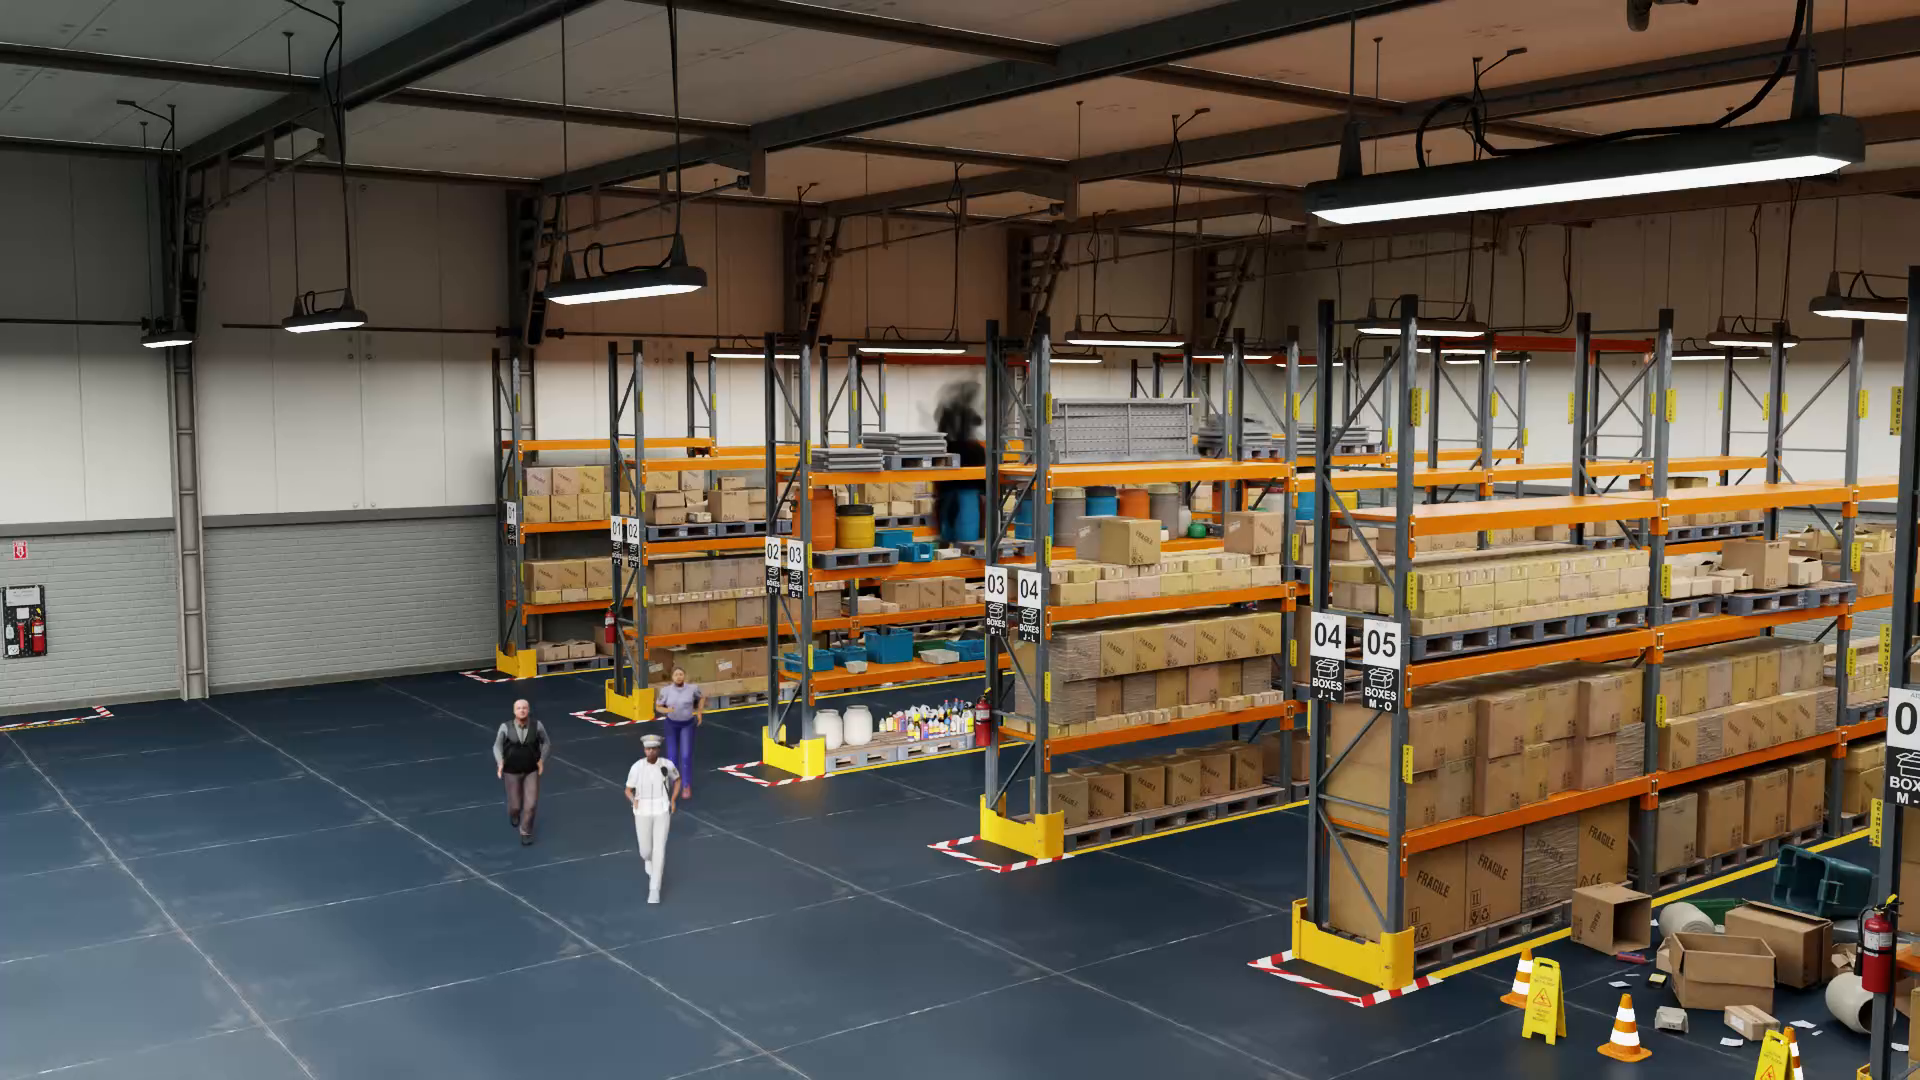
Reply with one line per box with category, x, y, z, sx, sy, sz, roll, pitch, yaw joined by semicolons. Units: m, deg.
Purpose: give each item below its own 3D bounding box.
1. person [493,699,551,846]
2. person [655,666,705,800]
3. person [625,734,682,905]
person;-5.049;2.652;19.203;0.647;1.675;0.637;-2;5;-17
person;-3.611;2.470;21.457;0.609;1.711;0.736;0;5;-3
person;-3.173;2.824;17.161;0.556;1.692;0.851;-1;5;-8
